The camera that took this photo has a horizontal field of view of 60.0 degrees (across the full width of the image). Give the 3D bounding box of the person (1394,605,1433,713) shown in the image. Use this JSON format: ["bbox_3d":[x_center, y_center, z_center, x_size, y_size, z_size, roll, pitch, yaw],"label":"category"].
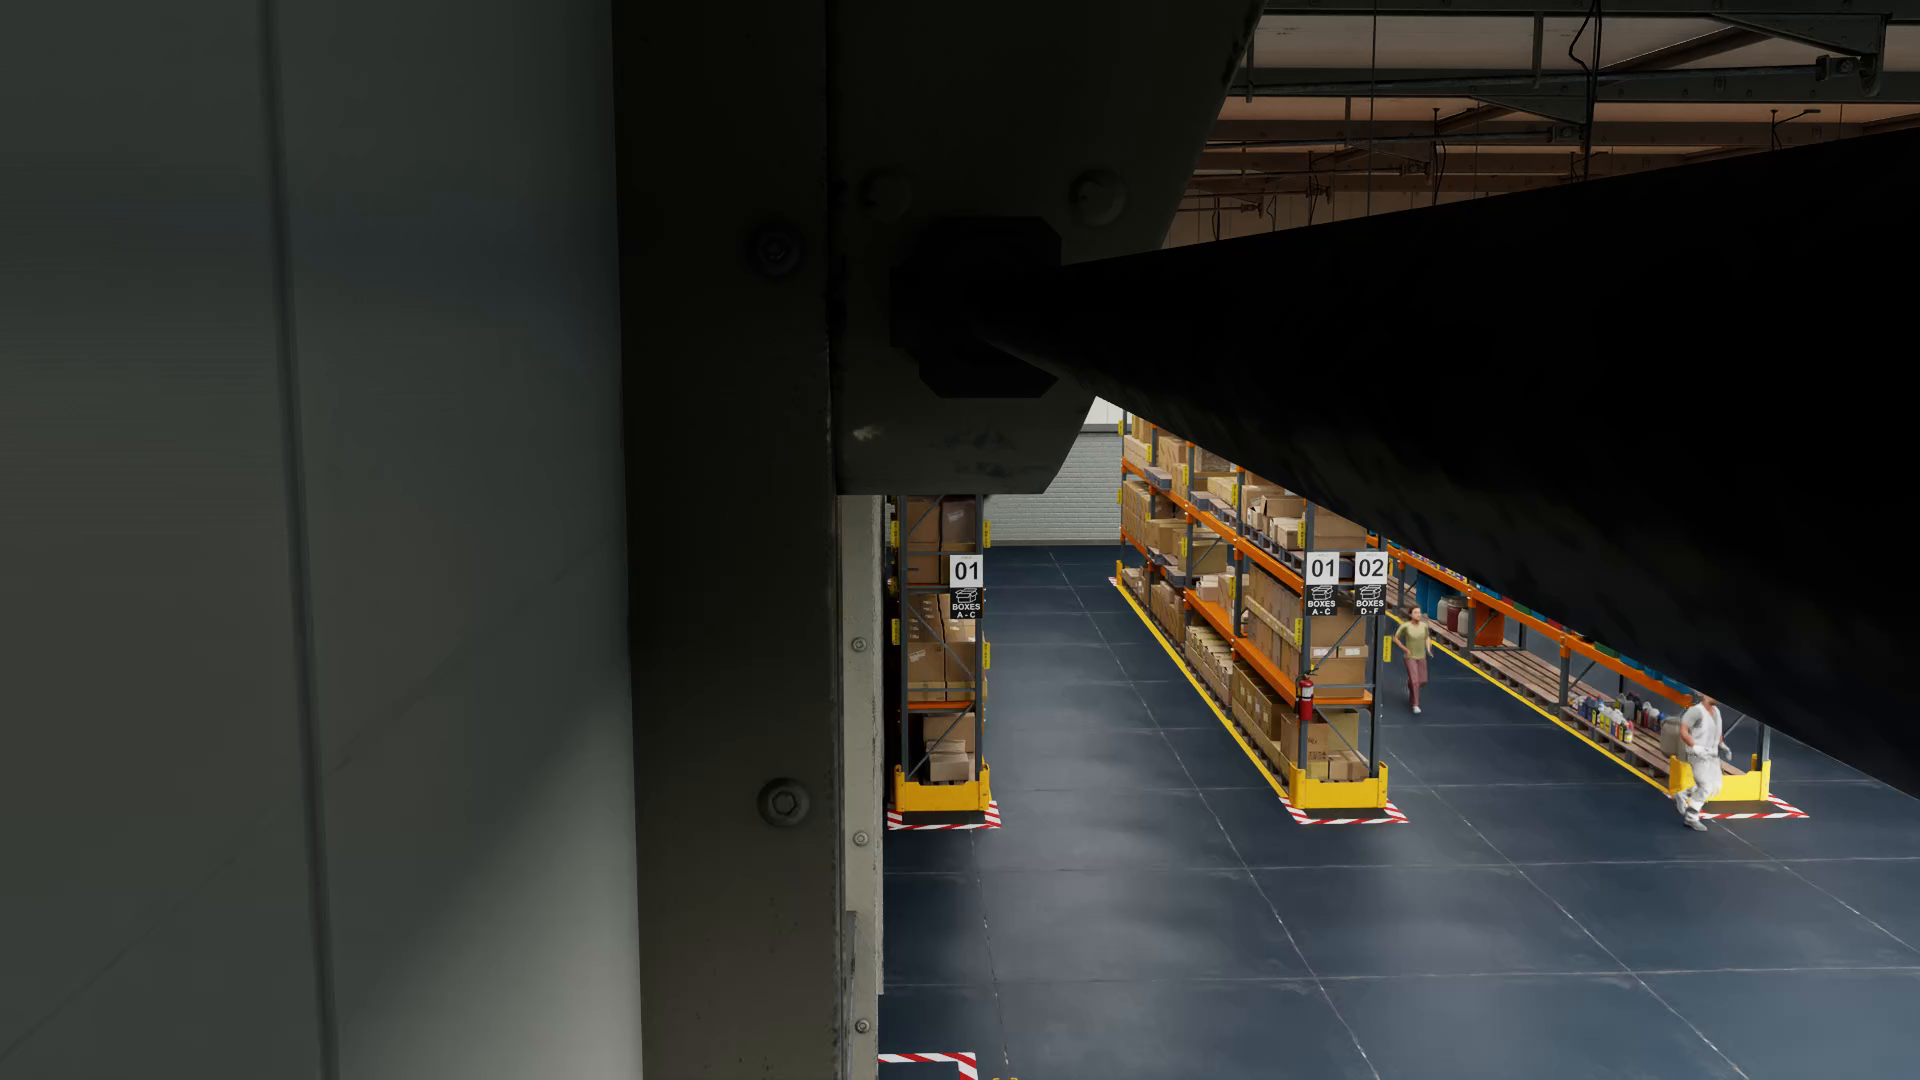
[{"bbox_3d":[6.929,1.794,25.461,0.581,1.633,0.599,-1,9,-8],"label":"person"}]

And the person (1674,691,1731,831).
[{"bbox_3d":[8.869,2.560,19.901,0.722,1.737,0.558,-5,10,-33],"label":"person"}]
